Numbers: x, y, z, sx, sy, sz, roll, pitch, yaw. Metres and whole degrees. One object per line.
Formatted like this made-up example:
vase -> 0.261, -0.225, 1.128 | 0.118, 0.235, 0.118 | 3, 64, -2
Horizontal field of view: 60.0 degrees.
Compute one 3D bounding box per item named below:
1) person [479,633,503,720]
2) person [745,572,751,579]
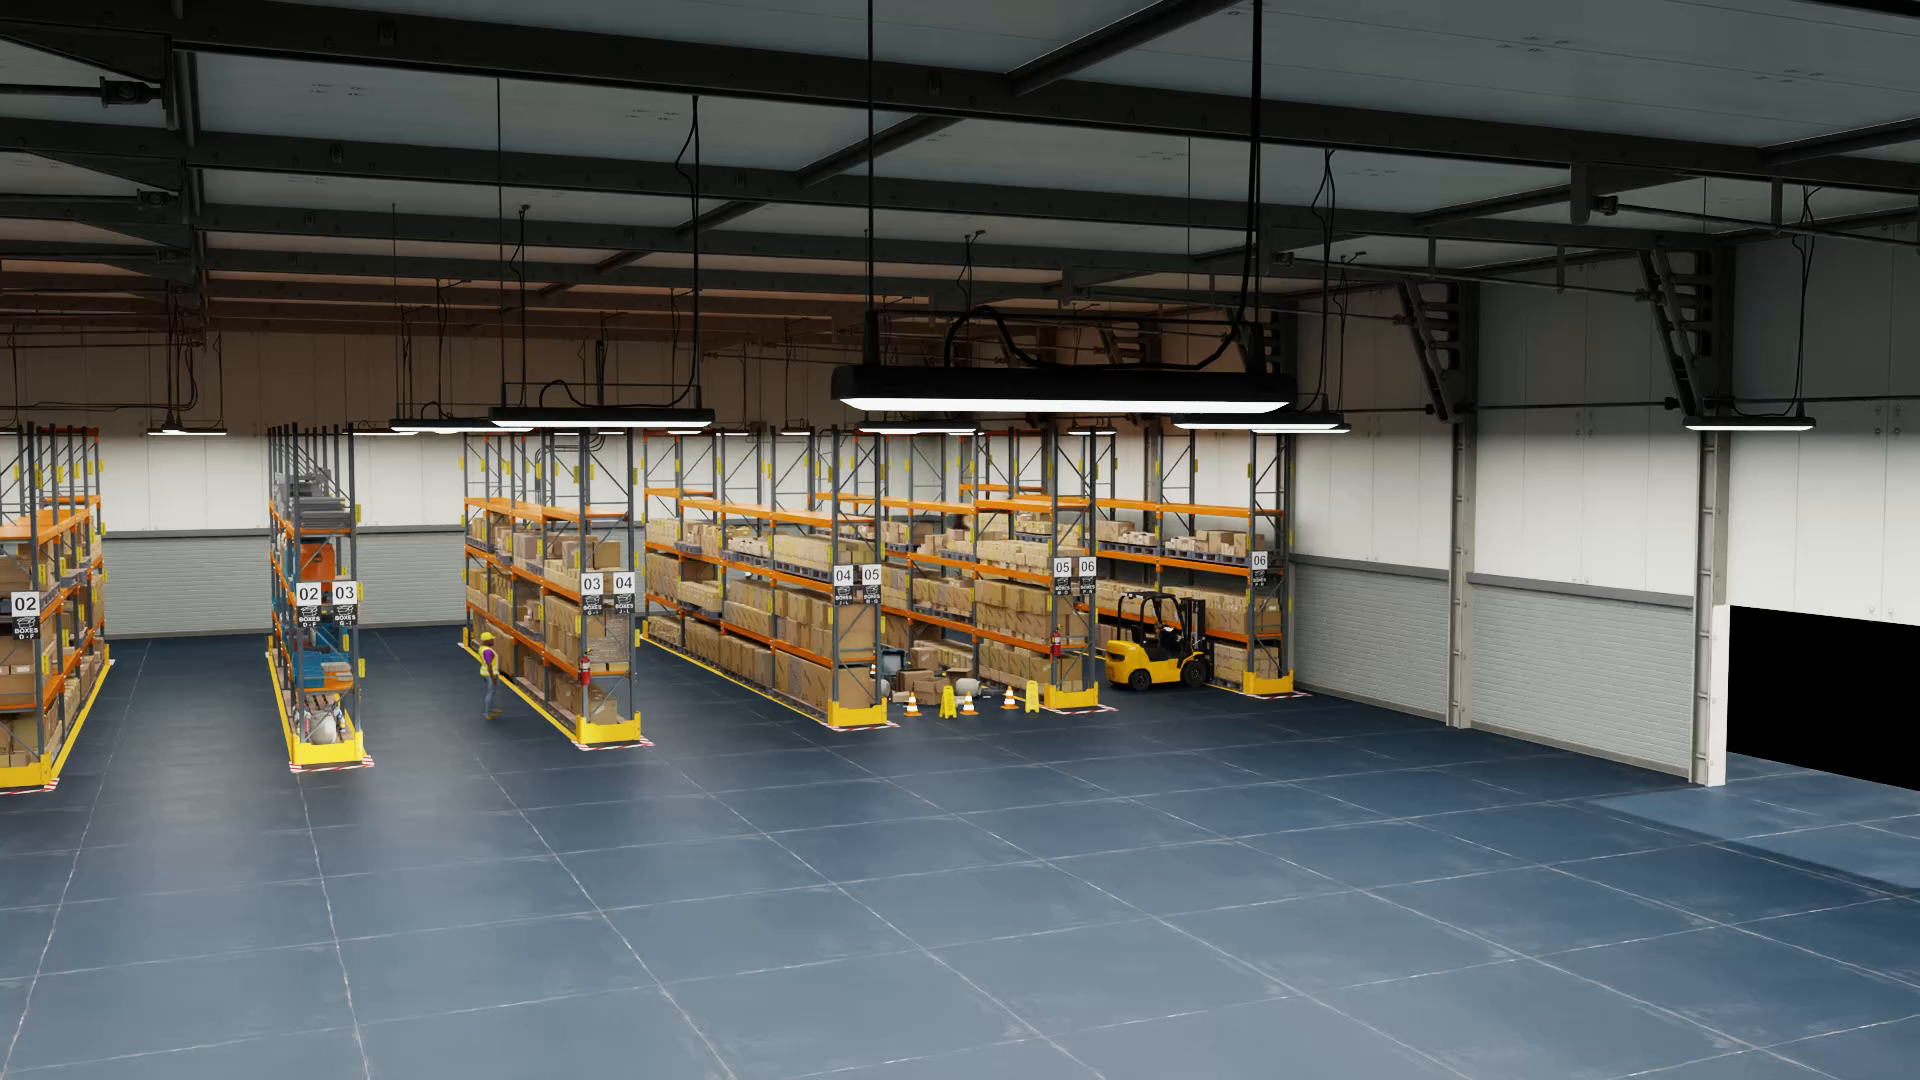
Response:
person -> -9.556, 2.766, 34.081 | 0.592, 1.763, 0.588 | -3, 5, -43
person -> -6.271, 1.839, 49.481 | 0.631, 1.798, 0.430 | 1, 4, 15
